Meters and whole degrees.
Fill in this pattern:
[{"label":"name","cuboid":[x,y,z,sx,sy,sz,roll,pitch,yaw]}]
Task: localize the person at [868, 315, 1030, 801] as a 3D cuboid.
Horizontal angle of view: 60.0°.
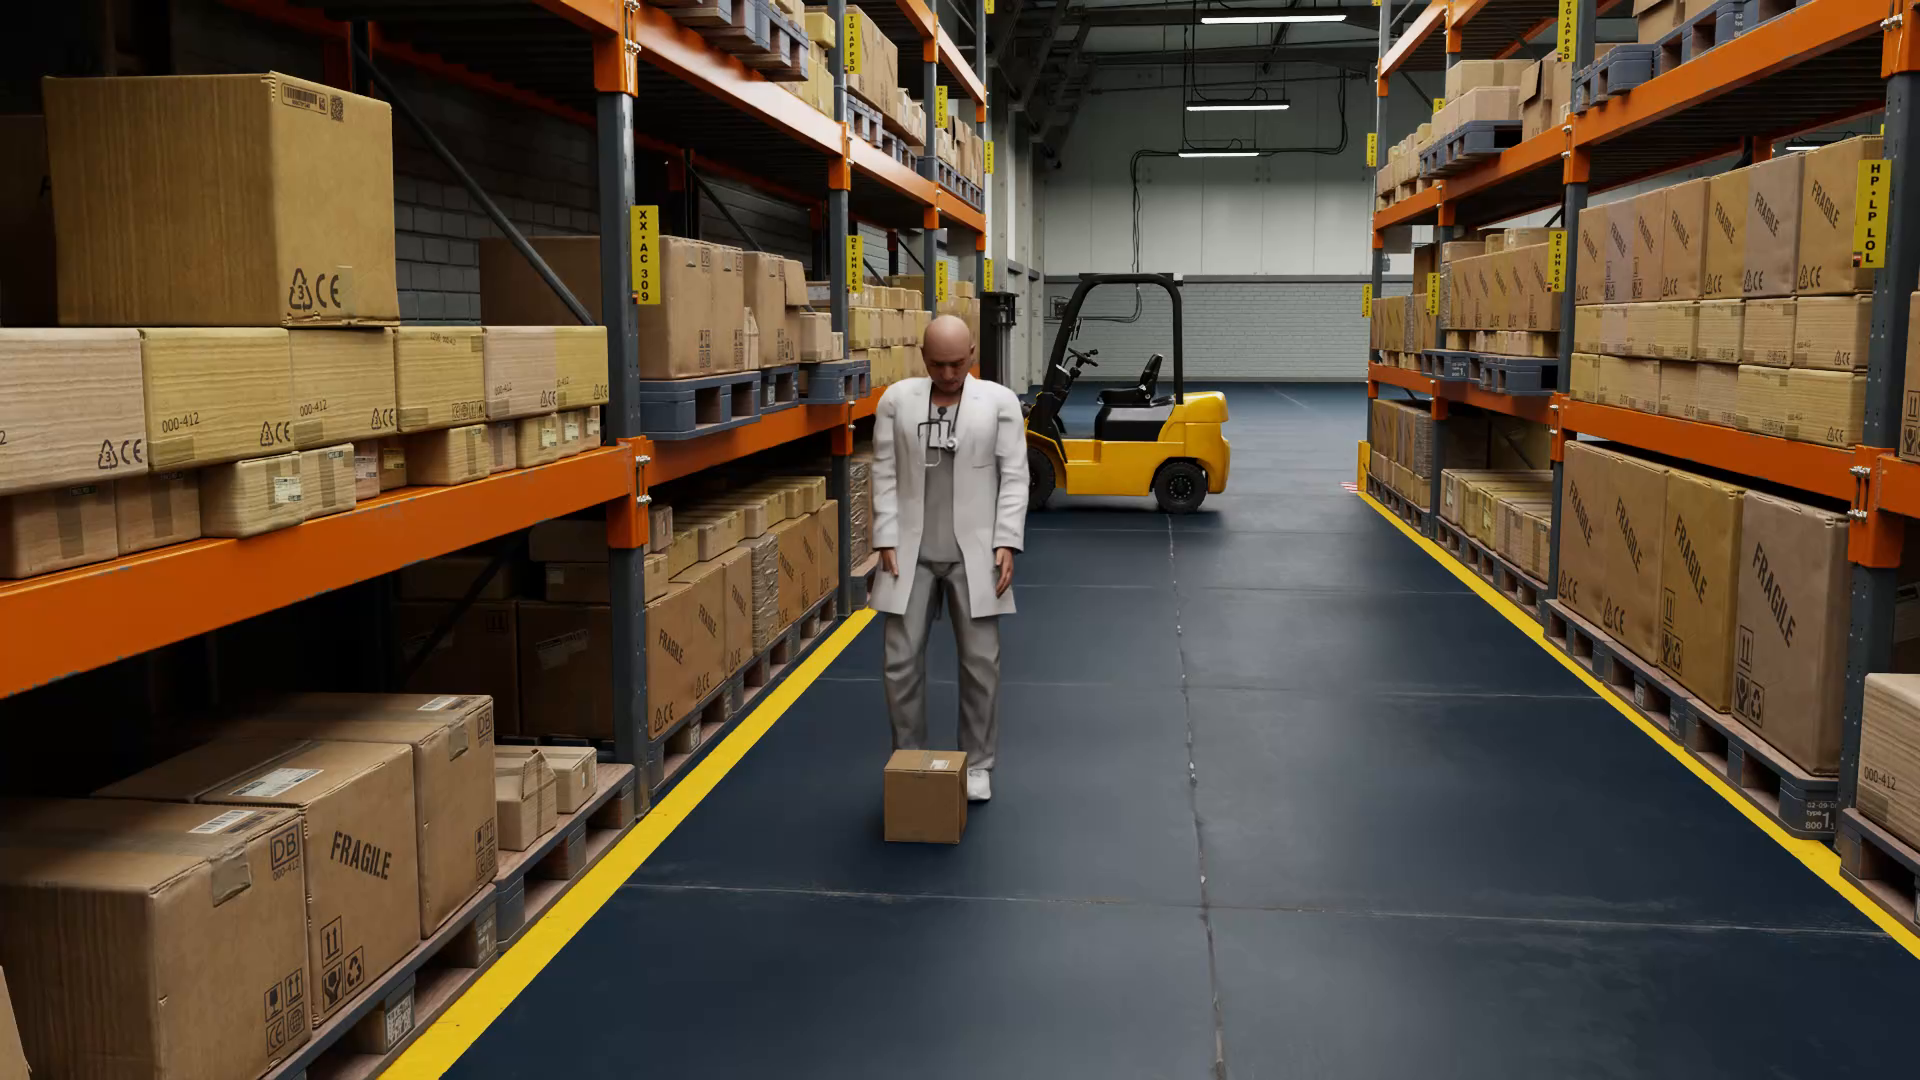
[{"label":"person","cuboid":[-0.044,0.069,6.016,0.578,1.738,0.403,1,7,8]}]
